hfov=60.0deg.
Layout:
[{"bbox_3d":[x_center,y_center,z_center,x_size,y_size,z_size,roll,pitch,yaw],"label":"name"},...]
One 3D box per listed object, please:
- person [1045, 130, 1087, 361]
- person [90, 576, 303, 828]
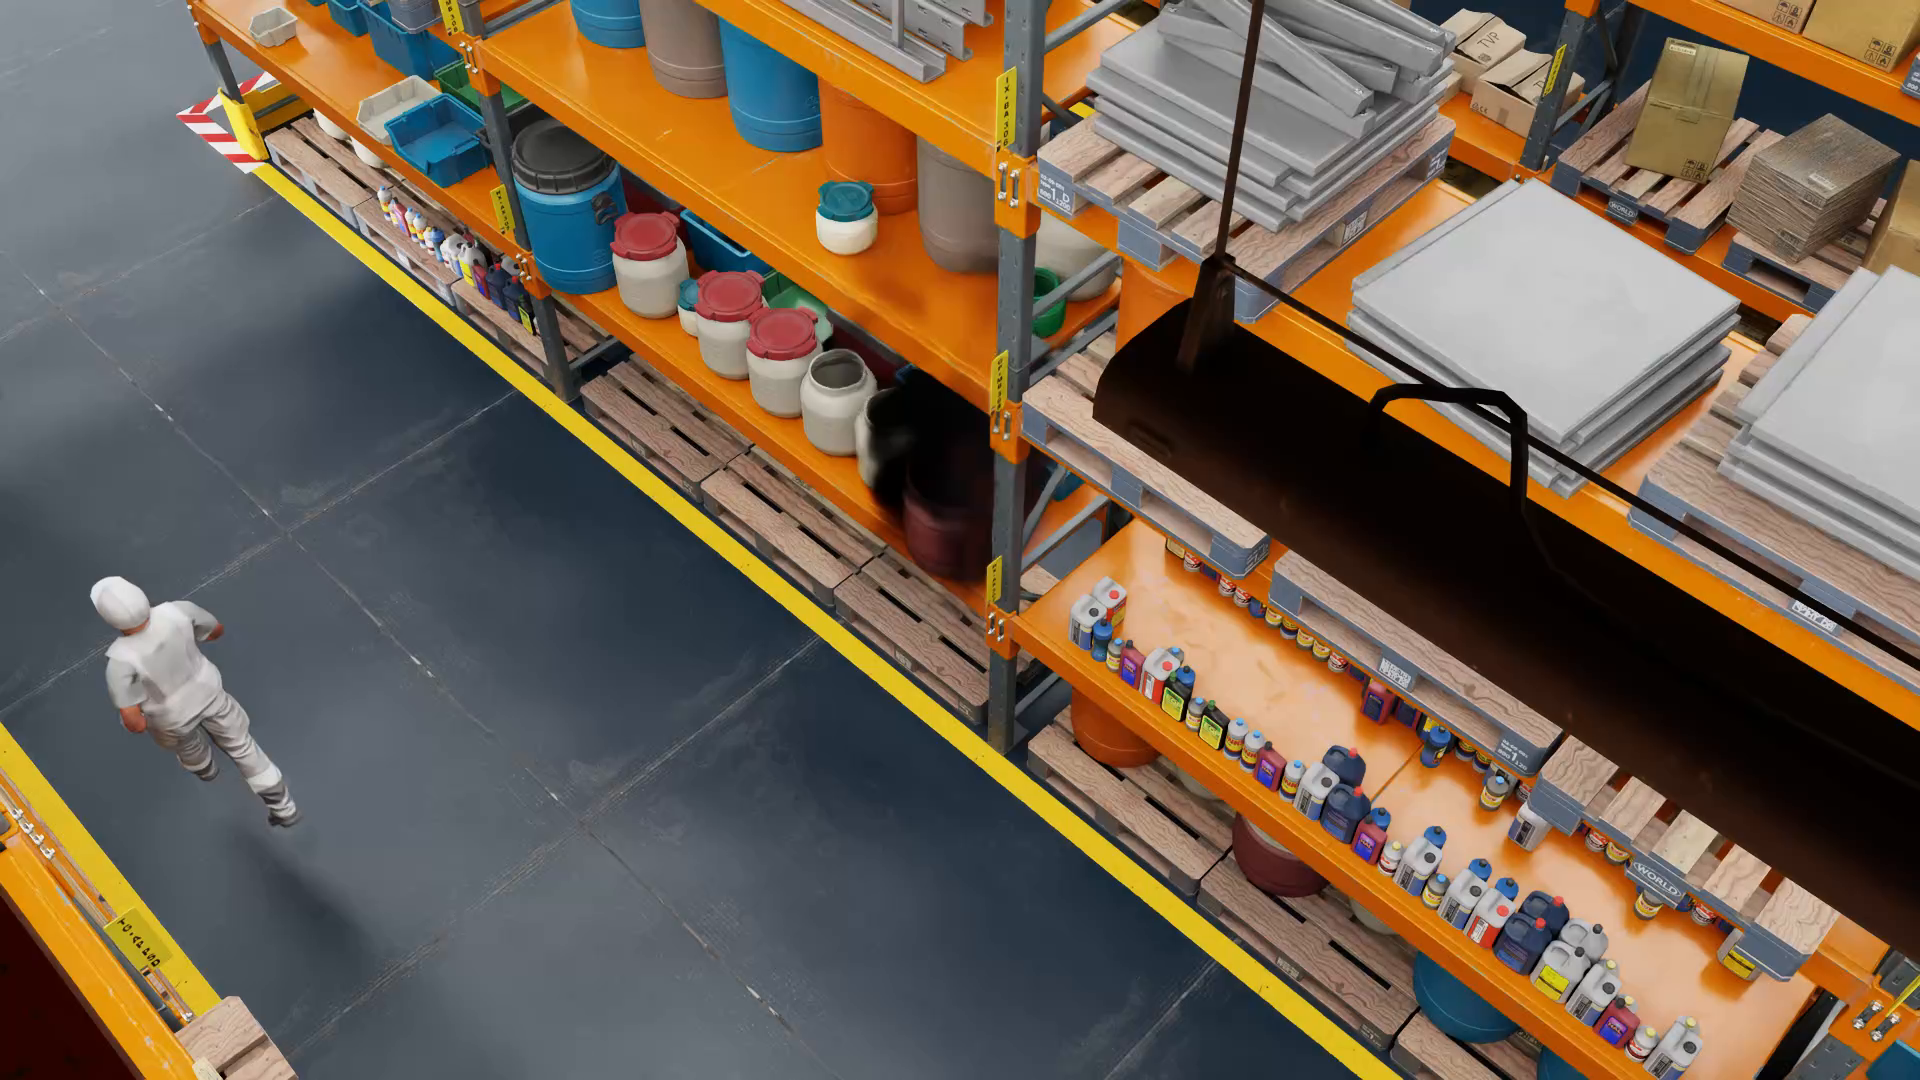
[{"bbox_3d":[0.582,-1.785,10.393,0.653,1.836,0.652,23,54,18],"label":"person"},{"bbox_3d":[-3.817,0.791,8.163,0.942,1.823,0.661,30,56,23],"label":"person"}]
